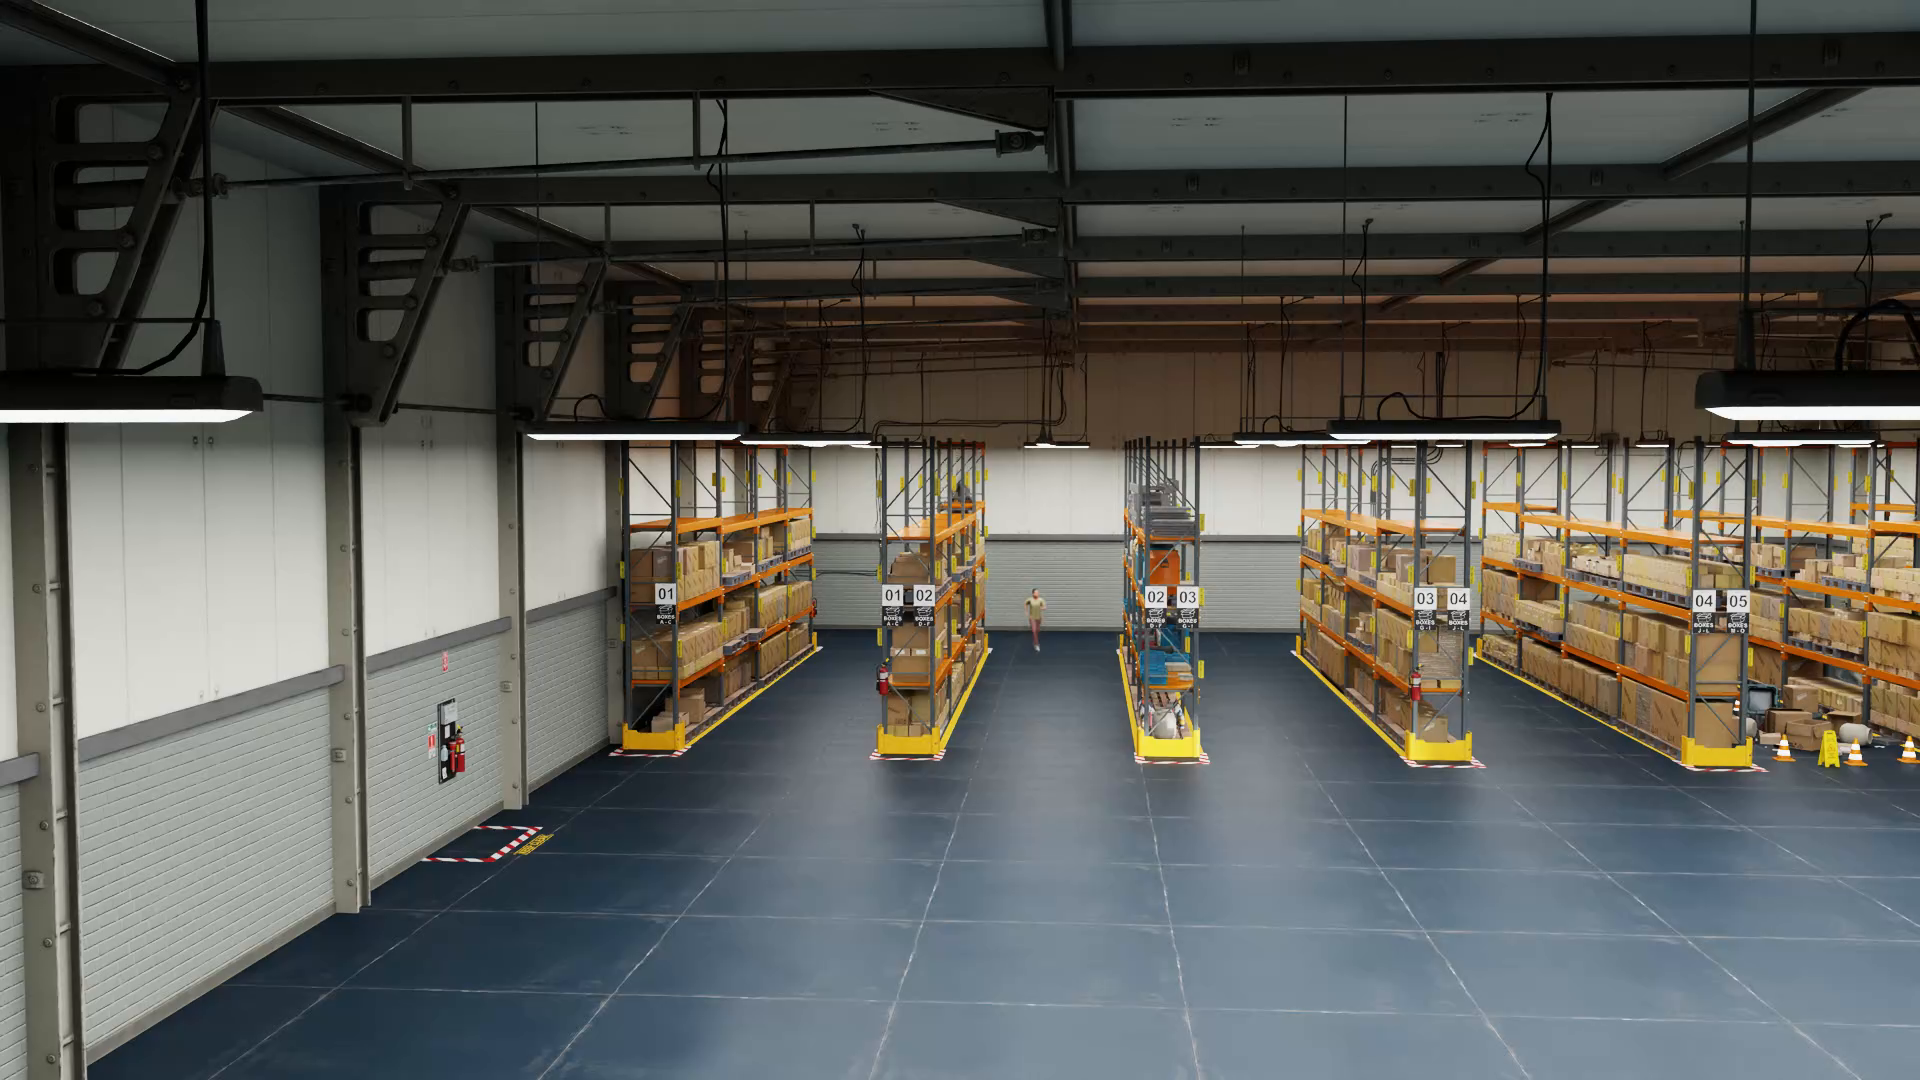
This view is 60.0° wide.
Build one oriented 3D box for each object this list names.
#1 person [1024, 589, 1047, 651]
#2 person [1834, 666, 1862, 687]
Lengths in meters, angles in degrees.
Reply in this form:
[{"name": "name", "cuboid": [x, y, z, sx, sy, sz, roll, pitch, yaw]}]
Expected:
[{"name": "person", "cuboid": [2.079, 2.176, 45.522, 0.572, 1.705, 0.915, 0, 3, -8]}, {"name": "person", "cuboid": [21.183, 2.760, 39.754, 0.614, 1.653, 0.852, -1, 3, -11]}]
